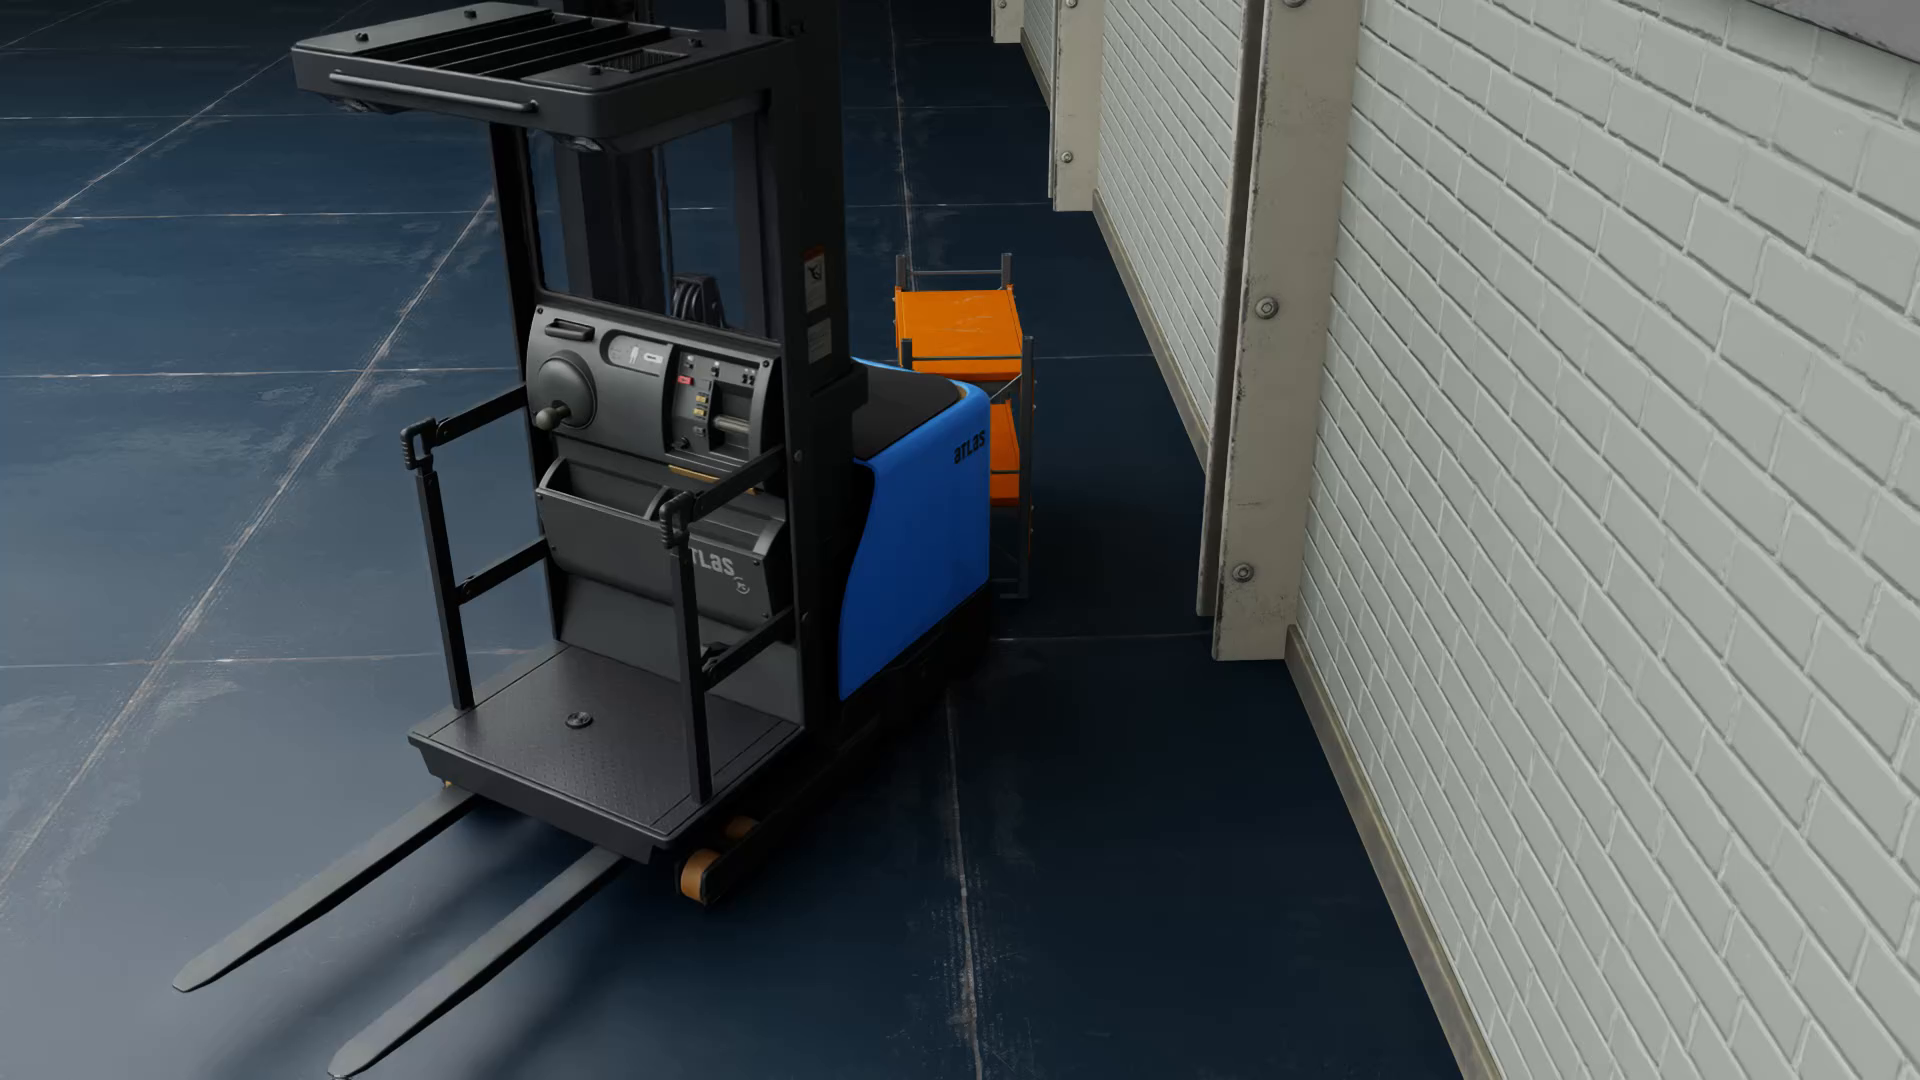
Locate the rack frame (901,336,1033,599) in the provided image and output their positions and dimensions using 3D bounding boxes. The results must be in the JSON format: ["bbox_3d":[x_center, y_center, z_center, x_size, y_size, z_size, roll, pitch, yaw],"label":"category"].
[{"bbox_3d":[0.027,-0.261,6.534,0.500,1.125,0.032,-1,28,-3],"label":"rack frame"}]

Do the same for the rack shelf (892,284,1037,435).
[{"bbox_3d":[0.000,-0.755,6.849,0.538,0.278,1.000,-1,28,-3],"label":"rack shelf"}]

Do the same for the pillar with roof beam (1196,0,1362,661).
[{"bbox_3d":[-3.183,-3.520,4.267,9.100,9.000,0.400,-1,28,-3],"label":"pillar with roof beam"}]

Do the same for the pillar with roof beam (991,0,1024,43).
[{"bbox_3d":[-3.810,-9.061,14.893,9.100,9.000,0.400,-1,28,-3],"label":"pillar with roof beam"}]

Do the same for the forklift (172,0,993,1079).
[{"bbox_3d":[-1.062,-0.428,4.900,1.130,2.935,3.031,15,31,27],"label":"forklift"}]

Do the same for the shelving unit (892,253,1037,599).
[{"bbox_3d":[0.000,-0.496,6.984,0.538,1.125,1.048,-1,28,-3],"label":"shelving unit"}]

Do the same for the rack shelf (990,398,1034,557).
[{"bbox_3d":[0.000,-0.279,7.097,0.538,0.278,1.000,-1,28,-3],"label":"rack shelf"}]

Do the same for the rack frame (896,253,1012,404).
[{"bbox_3d":[-0.026,-0.730,7.434,0.500,1.125,0.032,-1,28,-3],"label":"rack frame"}]

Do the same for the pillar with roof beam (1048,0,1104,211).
[{"bbox_3d":[-3.497,-6.291,9.580,9.100,9.000,0.400,-1,28,-3],"label":"pillar with roof beam"}]
